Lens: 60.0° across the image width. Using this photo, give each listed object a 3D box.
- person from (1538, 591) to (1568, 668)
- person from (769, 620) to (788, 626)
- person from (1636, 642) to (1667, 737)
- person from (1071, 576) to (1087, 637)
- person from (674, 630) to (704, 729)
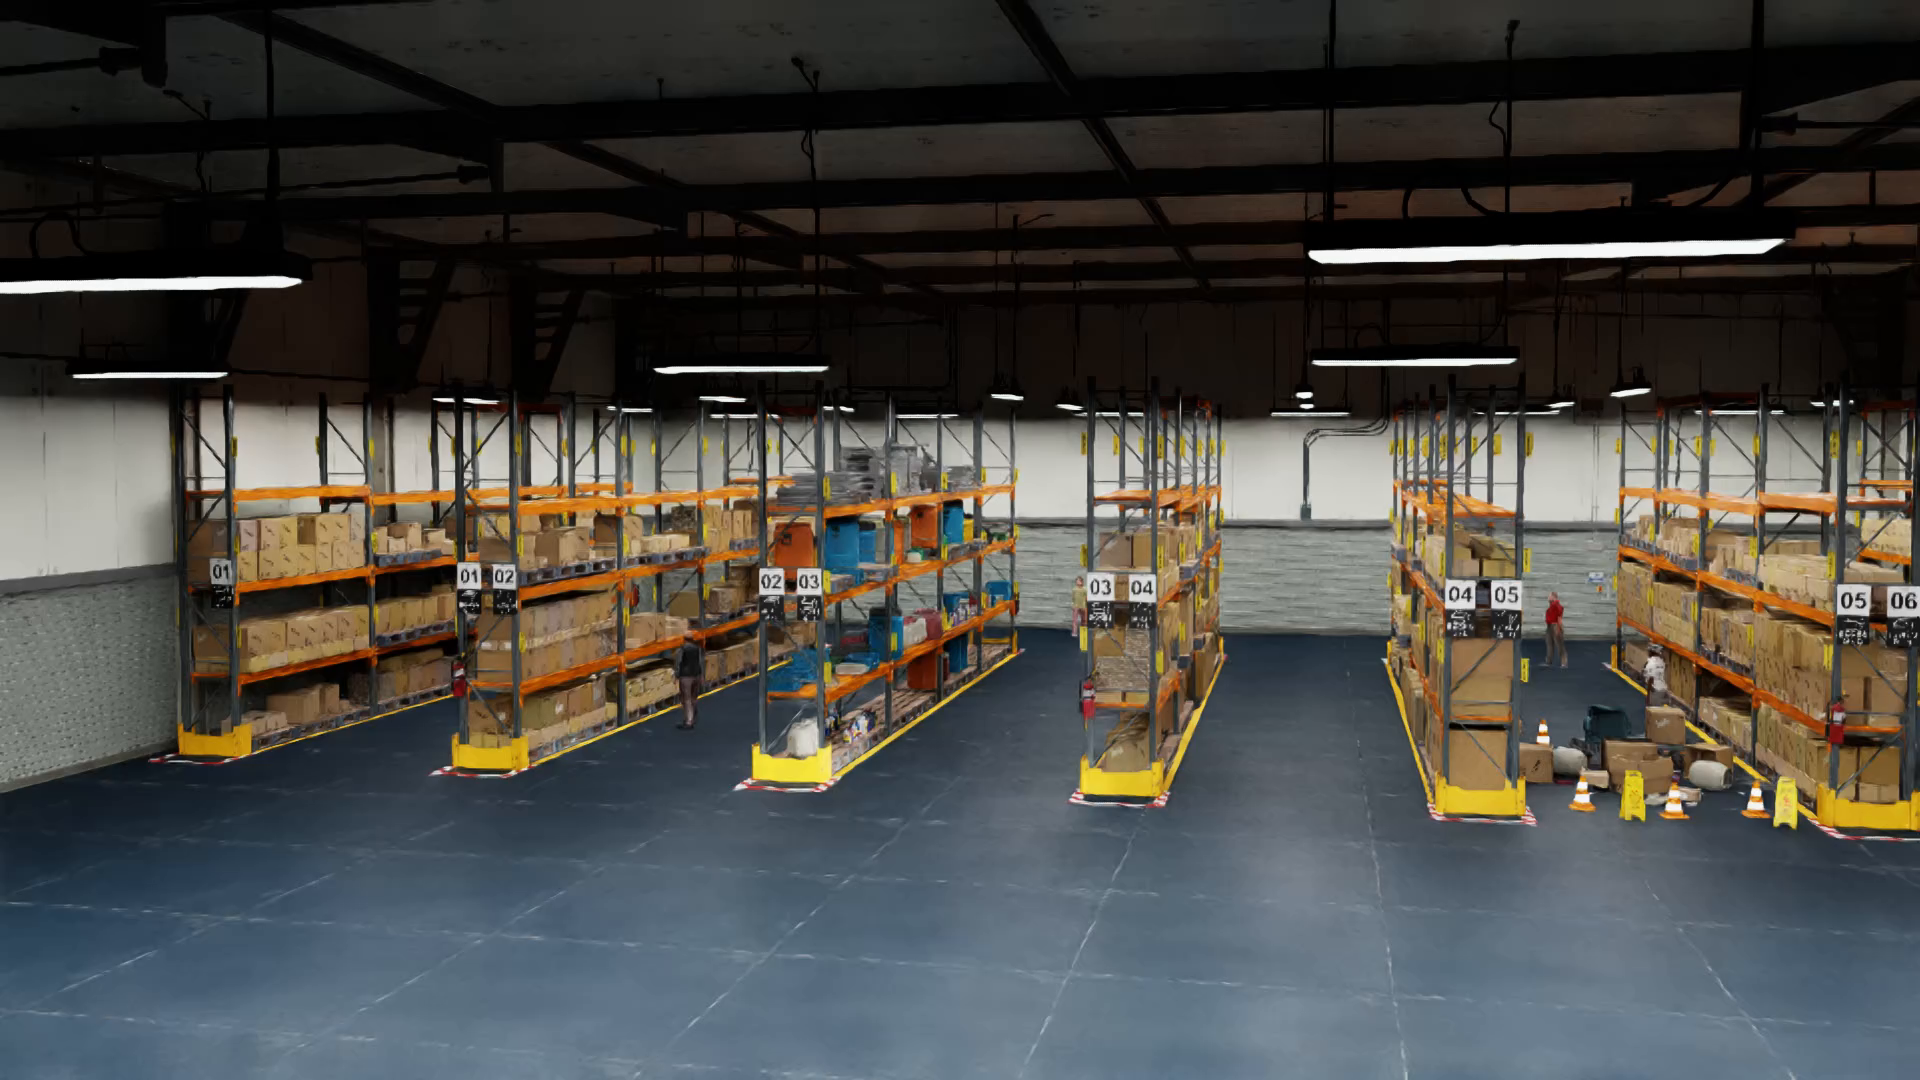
[{"bbox_3d":[13.487,2.027,37.707,0.524,1.722,0.668,0,3,-2],"label":"person"},{"bbox_3d":[-5.104,1.545,46.033,0.713,1.779,0.494,-2,4,-33],"label":"person"},{"bbox_3d":[11.752,2.577,28.210,0.544,1.665,0.573,2,4,36],"label":"person"},{"bbox_3d":[3.168,1.740,43.801,0.446,1.591,1.110,1,3,10],"label":"person"},{"bbox_3d":[-4.845,2.471,29.656,0.576,1.709,0.626,3,4,44],"label":"person"}]
